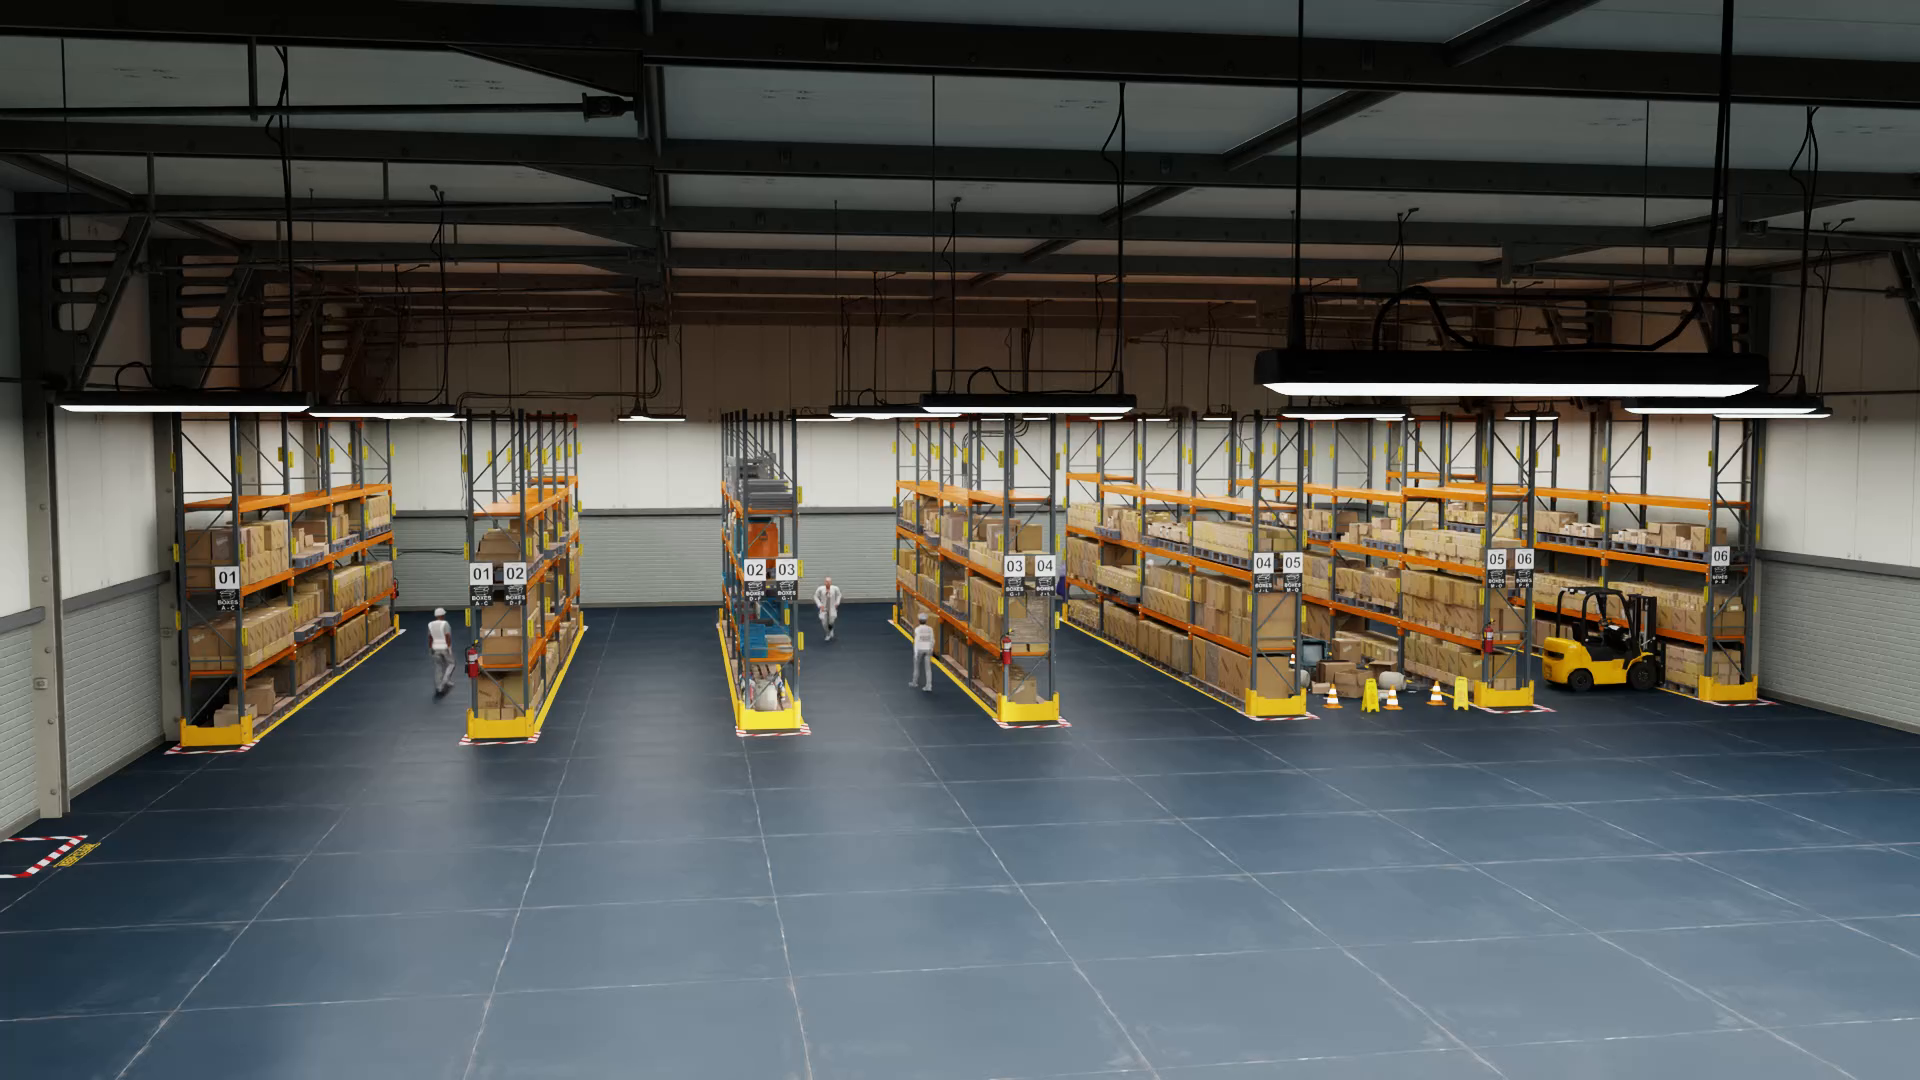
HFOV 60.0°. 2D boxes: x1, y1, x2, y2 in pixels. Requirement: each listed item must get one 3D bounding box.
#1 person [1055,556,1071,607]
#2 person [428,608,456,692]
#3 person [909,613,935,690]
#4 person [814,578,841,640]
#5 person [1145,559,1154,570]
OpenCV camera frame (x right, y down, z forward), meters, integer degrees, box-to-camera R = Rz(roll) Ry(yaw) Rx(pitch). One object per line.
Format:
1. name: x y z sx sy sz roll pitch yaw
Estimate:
1. person: 3.261 1.270 51.835 0.478 1.639 0.508 -1 4 -18
2. person: -11.117 2.347 35.629 0.593 1.770 0.521 0 4 0
3. person: -0.789 2.384 35.857 0.515 1.630 0.951 -1 4 -20
4. person: -3.501 1.820 44.024 0.723 1.687 0.660 0 4 -3
5. person: 5.565 1.441 48.348 0.472 1.754 0.603 3 5 41
